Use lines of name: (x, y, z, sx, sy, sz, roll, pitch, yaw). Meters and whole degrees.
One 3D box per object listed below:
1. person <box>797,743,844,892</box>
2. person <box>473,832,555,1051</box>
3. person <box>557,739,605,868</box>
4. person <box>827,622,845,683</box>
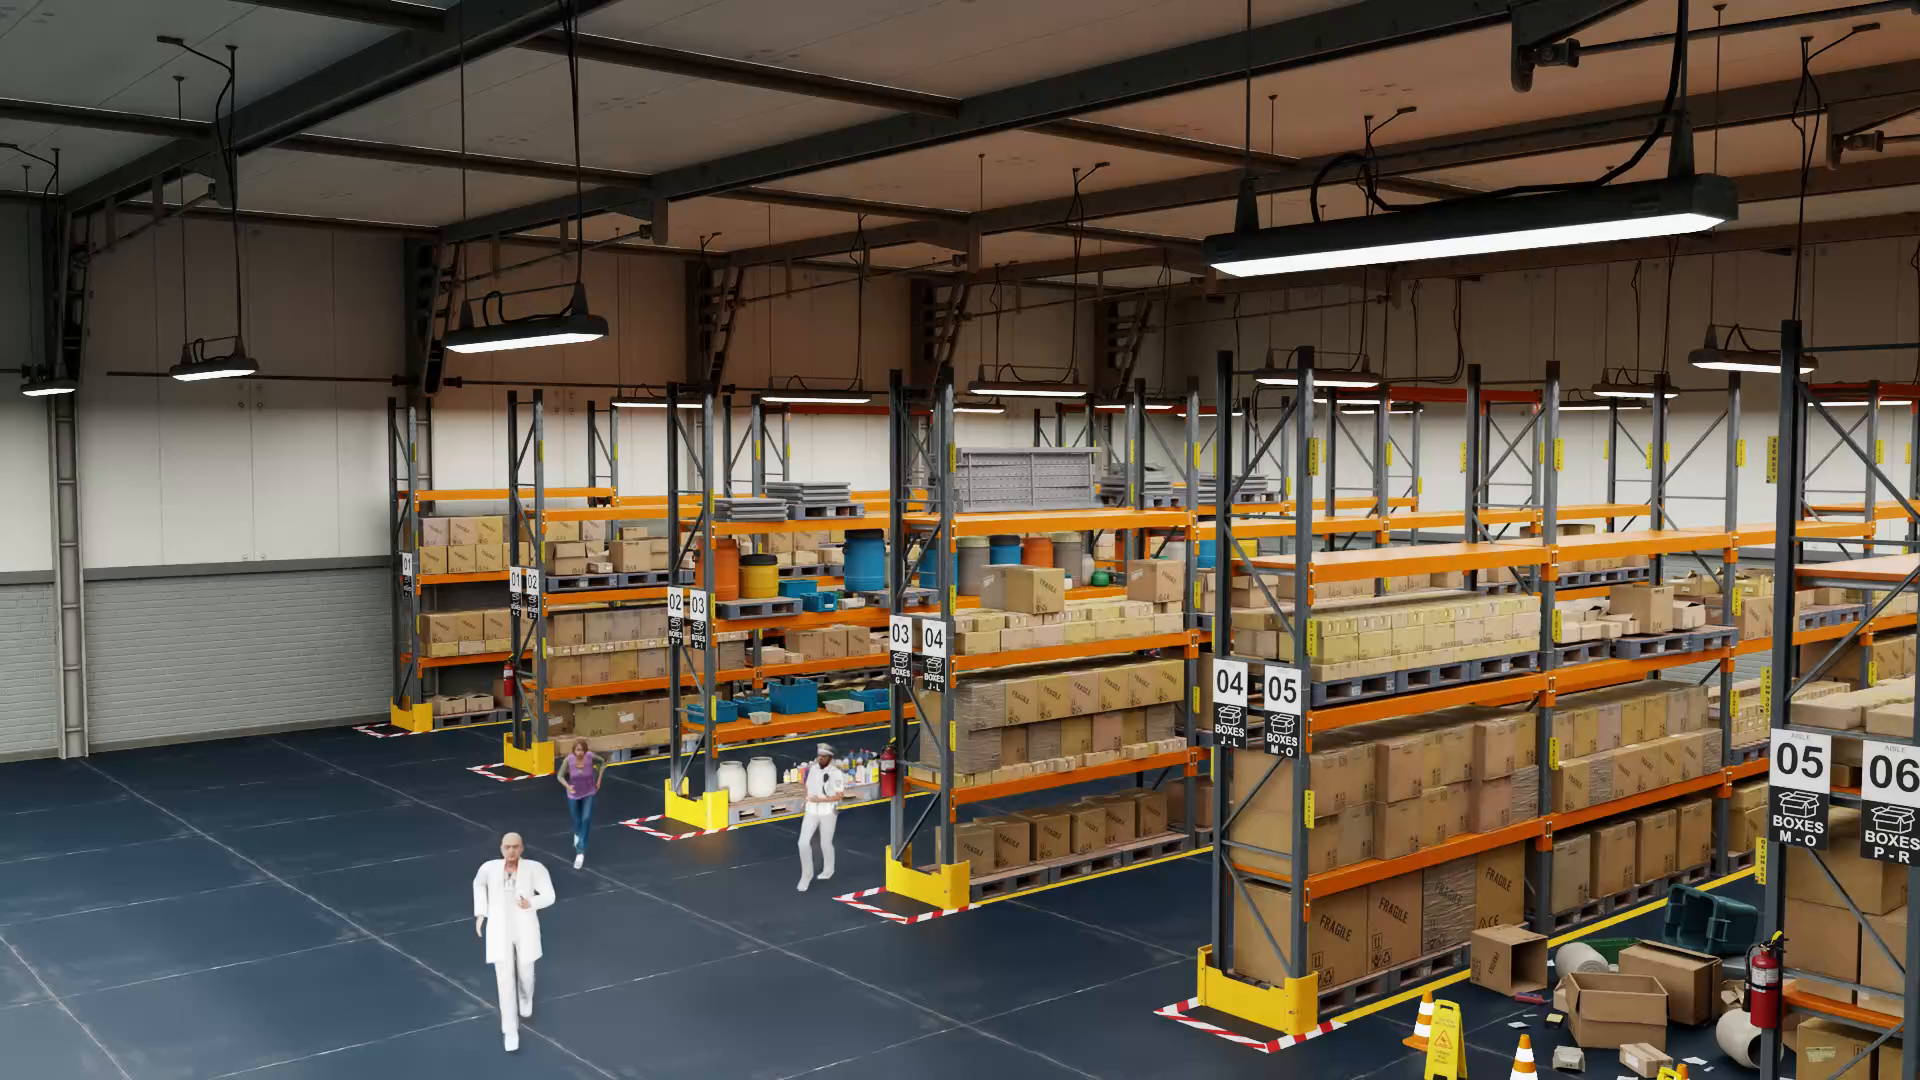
person: (-1.595, 3.202, 19.353, 0.578, 1.723, 0.694, 1, 3, 16)
person: (-3.876, 3.383, 14.467, 0.704, 1.729, 0.947, -1, 3, -12)
person: (-4.691, 3.183, 20.600, 0.579, 1.544, 0.993, -1, 3, -15)
person: (-2.413, 2.178, 31.974, 0.527, 1.661, 0.611, -3, 5, -44)
